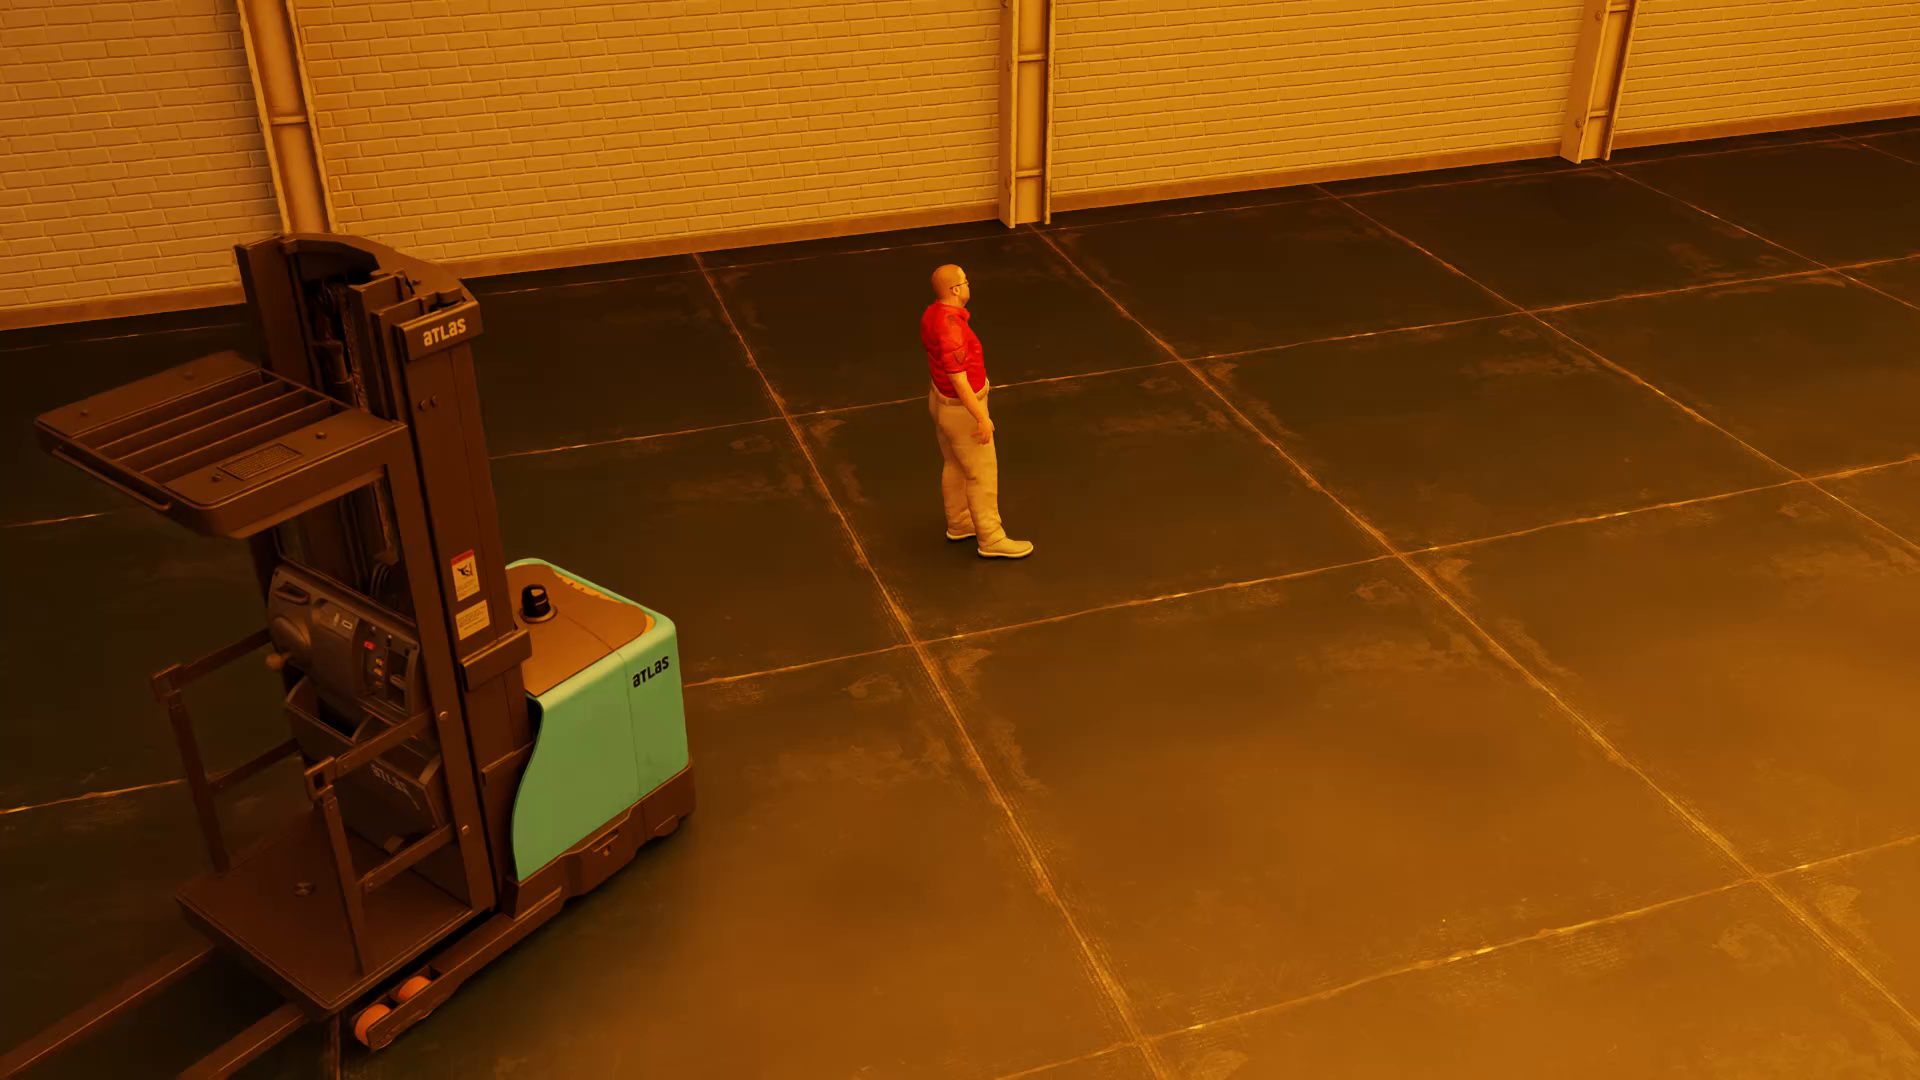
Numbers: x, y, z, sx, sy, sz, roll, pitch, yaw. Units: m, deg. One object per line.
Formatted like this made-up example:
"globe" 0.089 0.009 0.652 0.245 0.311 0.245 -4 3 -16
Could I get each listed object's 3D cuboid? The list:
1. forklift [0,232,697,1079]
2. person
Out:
"forklift" -2.517 0.452 6.301 1.130 2.935 3.031 21 36 31
"person" 0.089 -0.765 9.606 0.550 1.727 0.641 -10 31 -16
